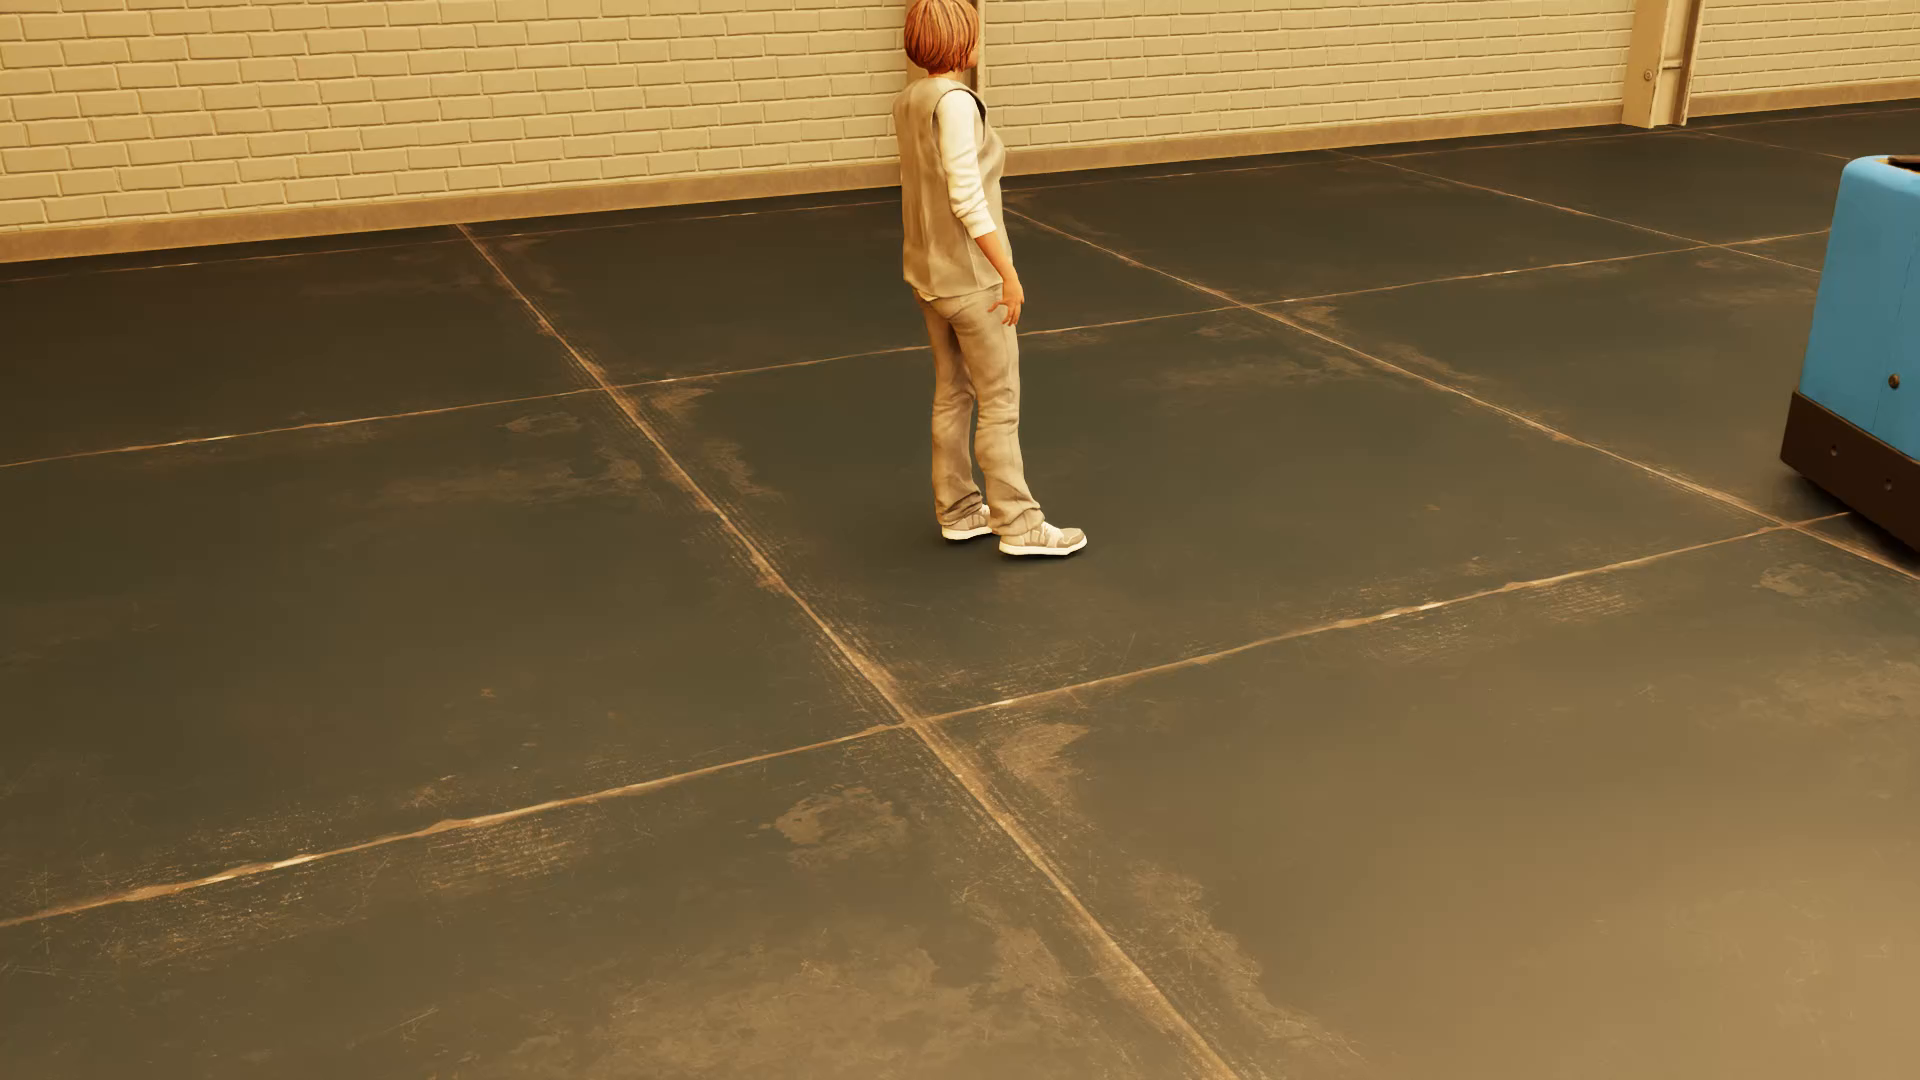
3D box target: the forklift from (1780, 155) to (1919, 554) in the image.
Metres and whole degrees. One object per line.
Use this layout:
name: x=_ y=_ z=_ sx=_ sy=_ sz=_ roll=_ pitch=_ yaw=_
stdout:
forklift: x=4.277 y=-1.414 z=4.689 sx=3.031 sy=2.935 sz=1.130 roll=-1 pitch=23 yaw=-3

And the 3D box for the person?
person: x=0.074 y=-0.709 z=4.832 sx=0.473 sy=1.506 sz=0.520 roll=-10 pitch=25 yaw=-23
